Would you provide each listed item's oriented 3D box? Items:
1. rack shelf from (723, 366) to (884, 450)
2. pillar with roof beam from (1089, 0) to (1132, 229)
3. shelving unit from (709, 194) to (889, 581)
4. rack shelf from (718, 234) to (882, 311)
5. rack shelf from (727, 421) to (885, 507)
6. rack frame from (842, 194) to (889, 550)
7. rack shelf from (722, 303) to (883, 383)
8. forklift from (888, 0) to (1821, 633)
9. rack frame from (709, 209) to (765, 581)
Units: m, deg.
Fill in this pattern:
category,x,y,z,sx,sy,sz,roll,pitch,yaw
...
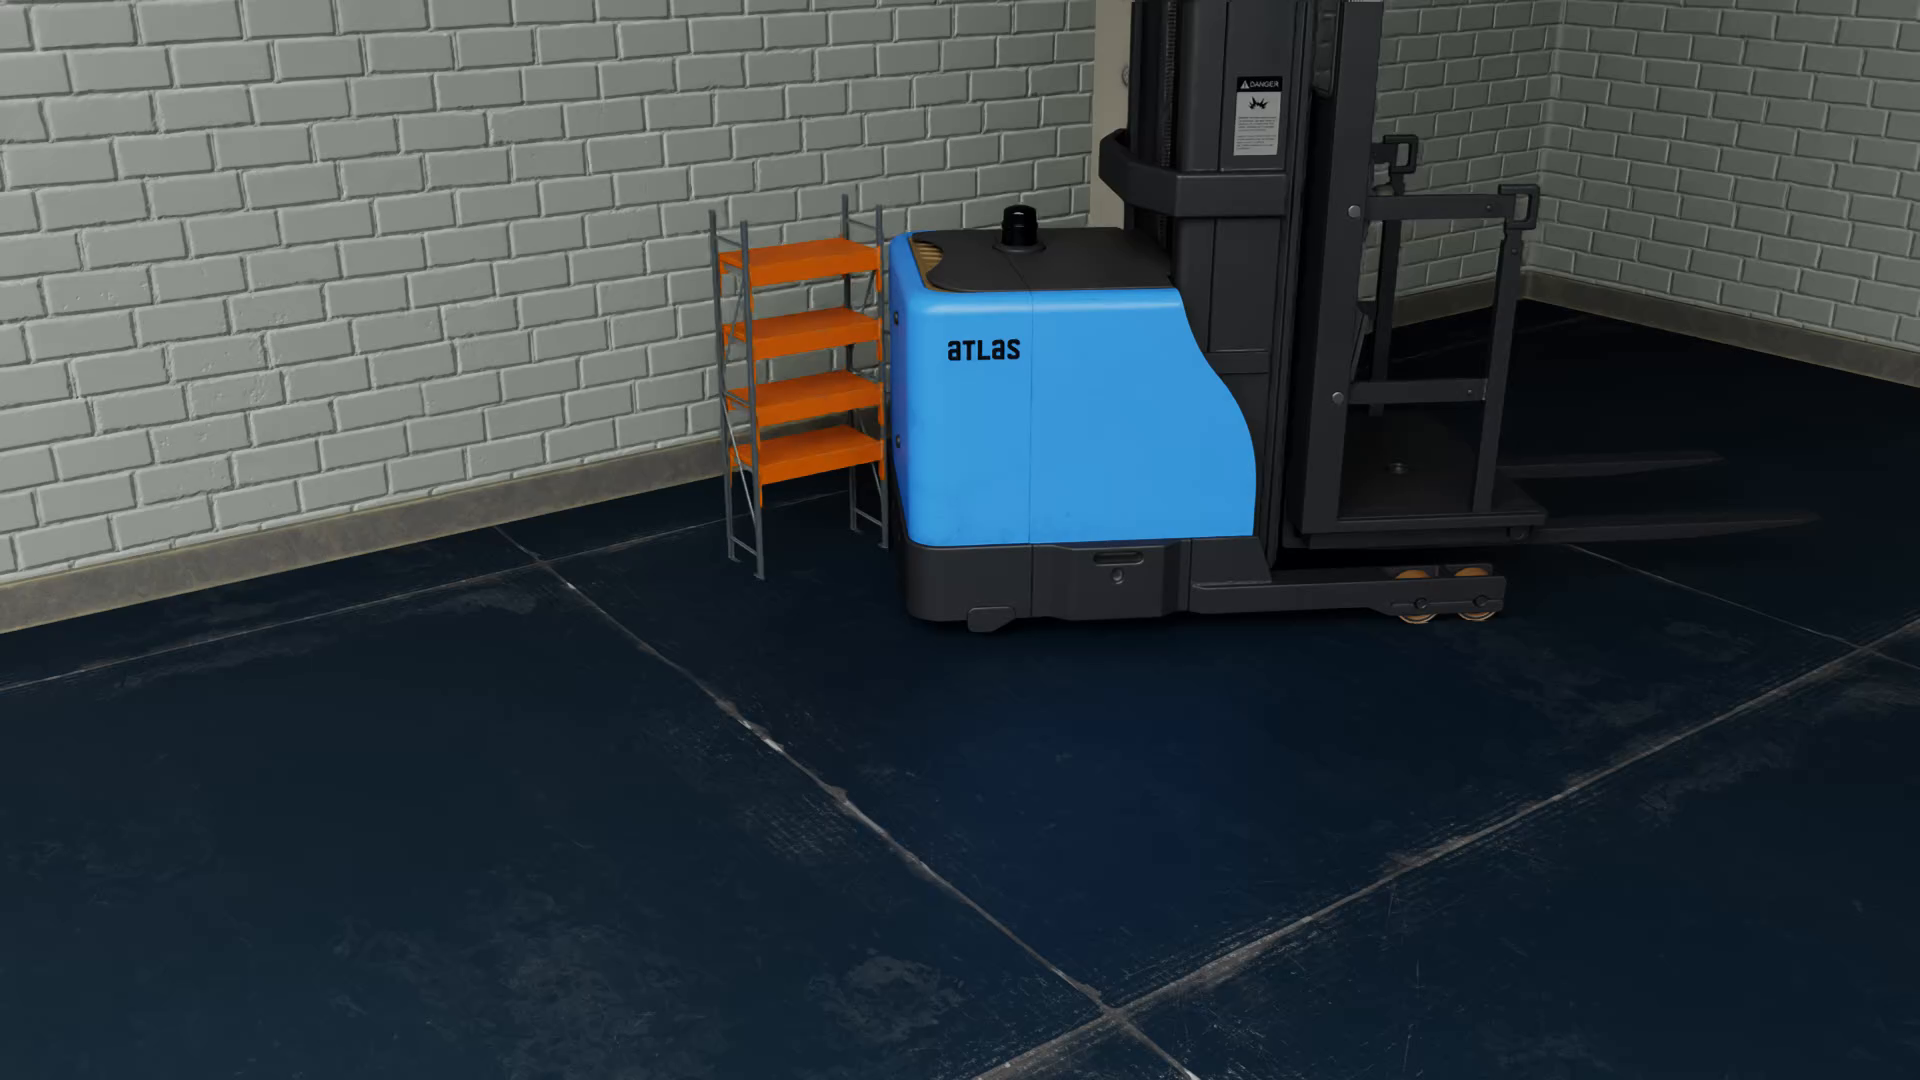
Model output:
category,x,y,z,sx,sy,sz,roll,pitch,yaw
rack shelf,-0.525,-0.448,5.581,0.480,0.148,0.258,-14,26,-31
pillar with roof beam,3.329,-3.551,2.653,0.400,9.000,9.100,-15,26,-33
shelving unit,-0.525,-0.510,5.556,0.503,1.200,0.258,-14,26,-31
rack shelf,-0.525,-0.875,5.410,0.480,0.148,0.258,-14,26,-31
rack shelf,-0.525,-0.263,5.654,0.480,0.148,0.258,-14,26,-31
rack frame,-0.322,-0.561,5.682,0.015,1.200,0.240,-14,26,-31
rack shelf,-0.525,-0.655,5.498,0.480,0.148,0.258,-14,26,-31
forklift,1.297,-1.291,5.177,3.031,2.935,1.130,-2,22,-5
rack frame,-0.727,-0.460,5.429,0.015,1.200,0.240,-14,26,-31
